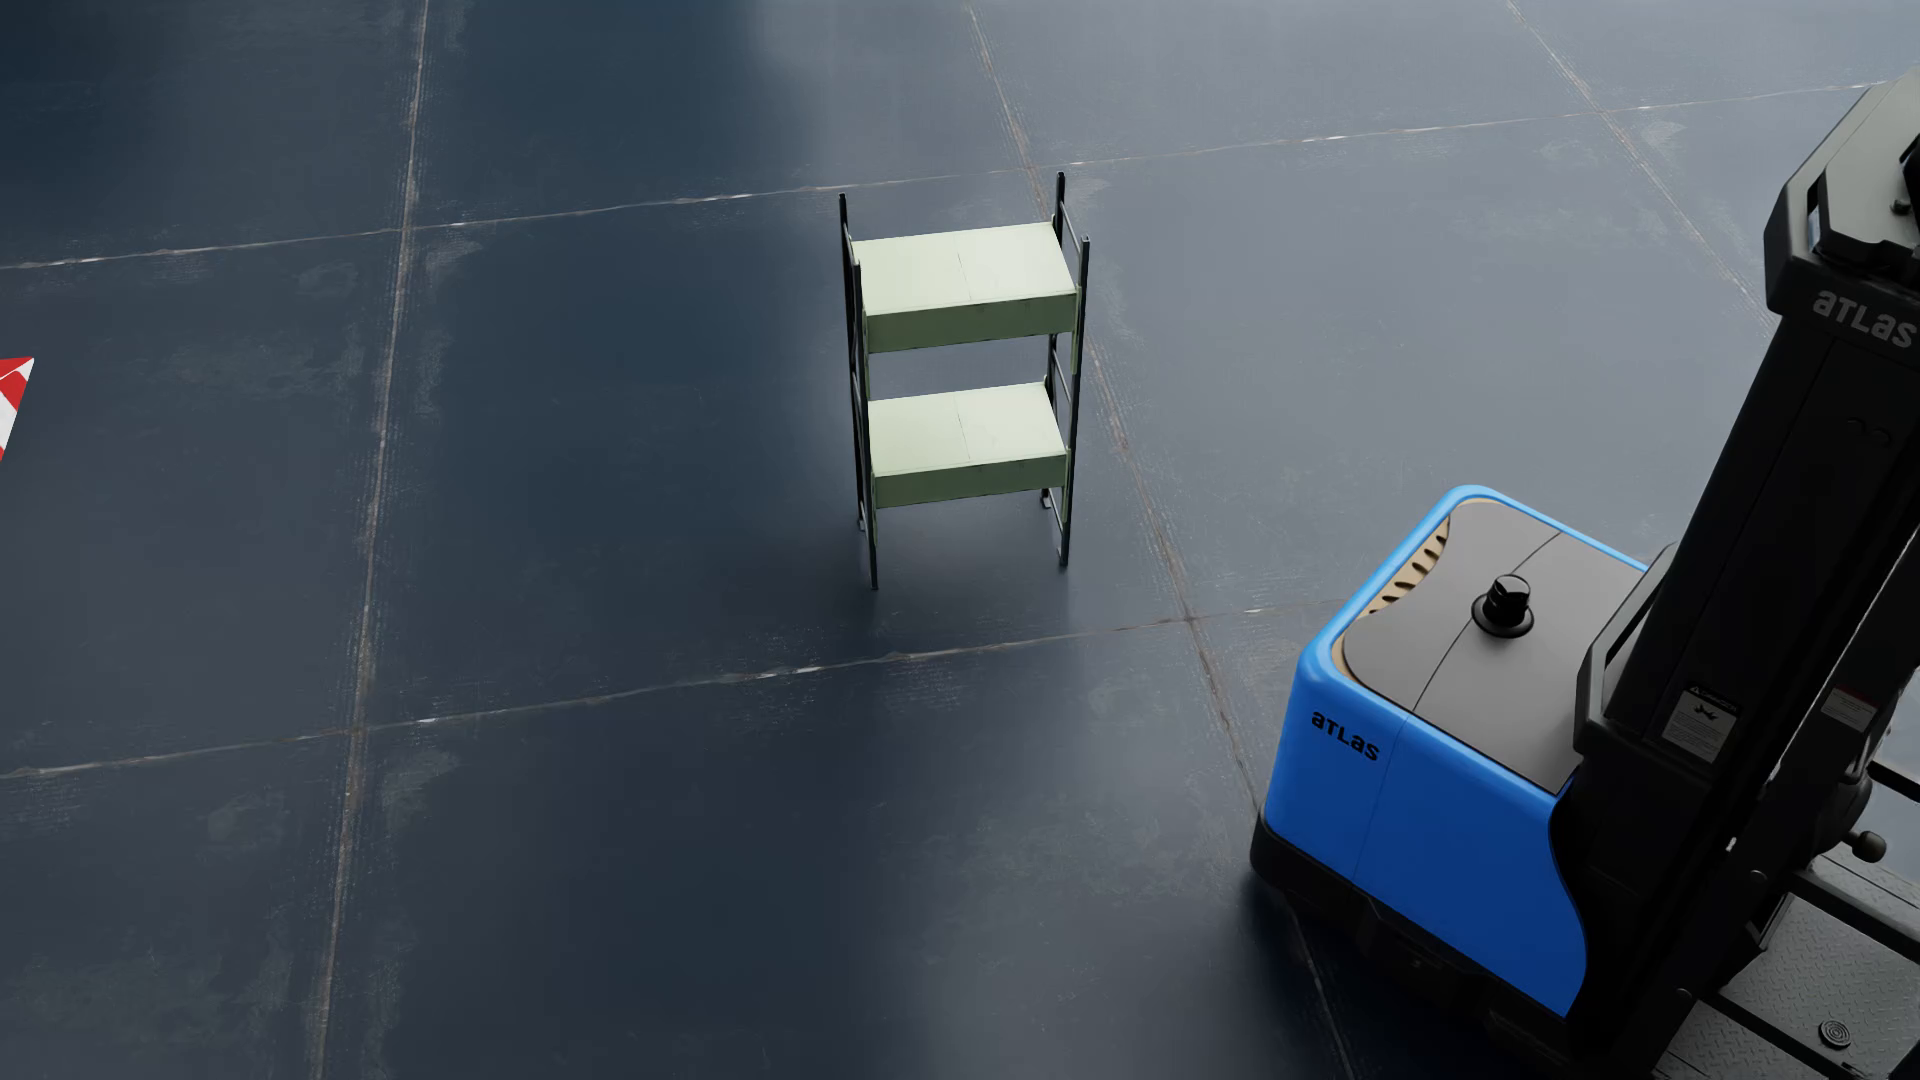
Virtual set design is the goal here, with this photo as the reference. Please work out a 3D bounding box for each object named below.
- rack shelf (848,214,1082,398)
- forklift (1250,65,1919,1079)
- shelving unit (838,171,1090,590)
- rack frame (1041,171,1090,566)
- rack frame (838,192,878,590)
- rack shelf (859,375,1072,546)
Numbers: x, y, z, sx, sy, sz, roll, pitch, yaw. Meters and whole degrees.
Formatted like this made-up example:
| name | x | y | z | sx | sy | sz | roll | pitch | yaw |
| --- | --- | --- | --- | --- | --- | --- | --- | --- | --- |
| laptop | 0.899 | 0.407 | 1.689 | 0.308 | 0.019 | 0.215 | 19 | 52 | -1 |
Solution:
| name | x | y | z | sx | sy | sz | roll | pitch | yaw |
| --- | --- | --- | --- | --- | --- | --- | --- | --- | --- |
| rack shelf | 0.007 | -0.792 | 5.614 | 0.720 | 0.370 | 0.431 | -7 | 46 | -7 |
| forklift | 2.384 | 0.481 | 3.935 | 3.031 | 2.935 | 1.130 | 31 | 54 | 27 |
| shelving unit | 0.007 | -0.521 | 5.895 | 0.755 | 1.500 | 0.431 | -7 | 46 | -7 |
| rack frame | 0.367 | -0.566 | 5.938 | 0.023 | 1.500 | 0.400 | -7 | 46 | -7 |
| rack frame | -0.354 | -0.476 | 5.851 | 0.023 | 1.500 | 0.400 | -7 | 46 | -7 |
| rack shelf | 0.007 | -0.295 | 6.129 | 0.720 | 0.370 | 0.431 | -7 | 46 | -7 |
